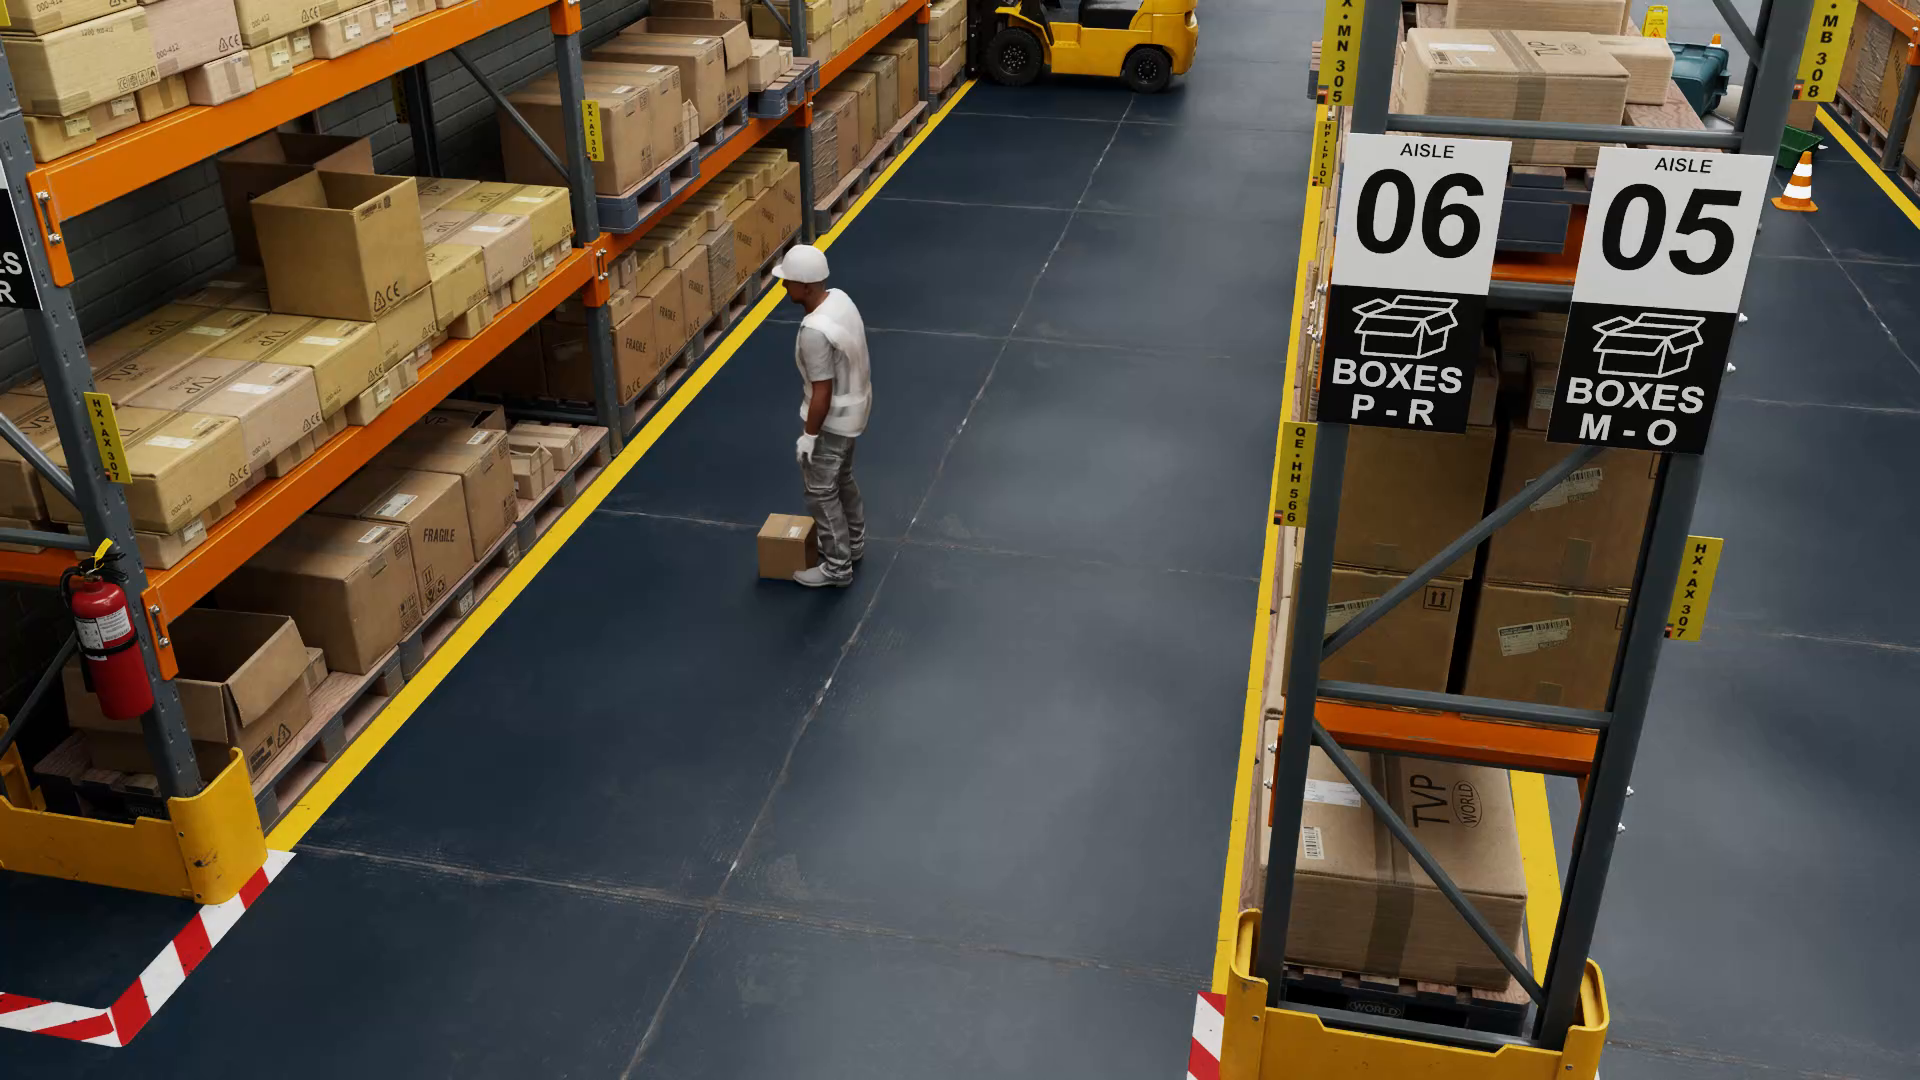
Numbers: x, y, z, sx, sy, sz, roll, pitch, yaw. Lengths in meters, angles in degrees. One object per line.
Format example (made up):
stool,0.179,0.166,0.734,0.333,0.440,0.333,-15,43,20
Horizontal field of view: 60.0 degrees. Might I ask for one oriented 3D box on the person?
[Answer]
person,-0.665,-0.608,8.228,0.443,1.776,0.625,4,29,8
